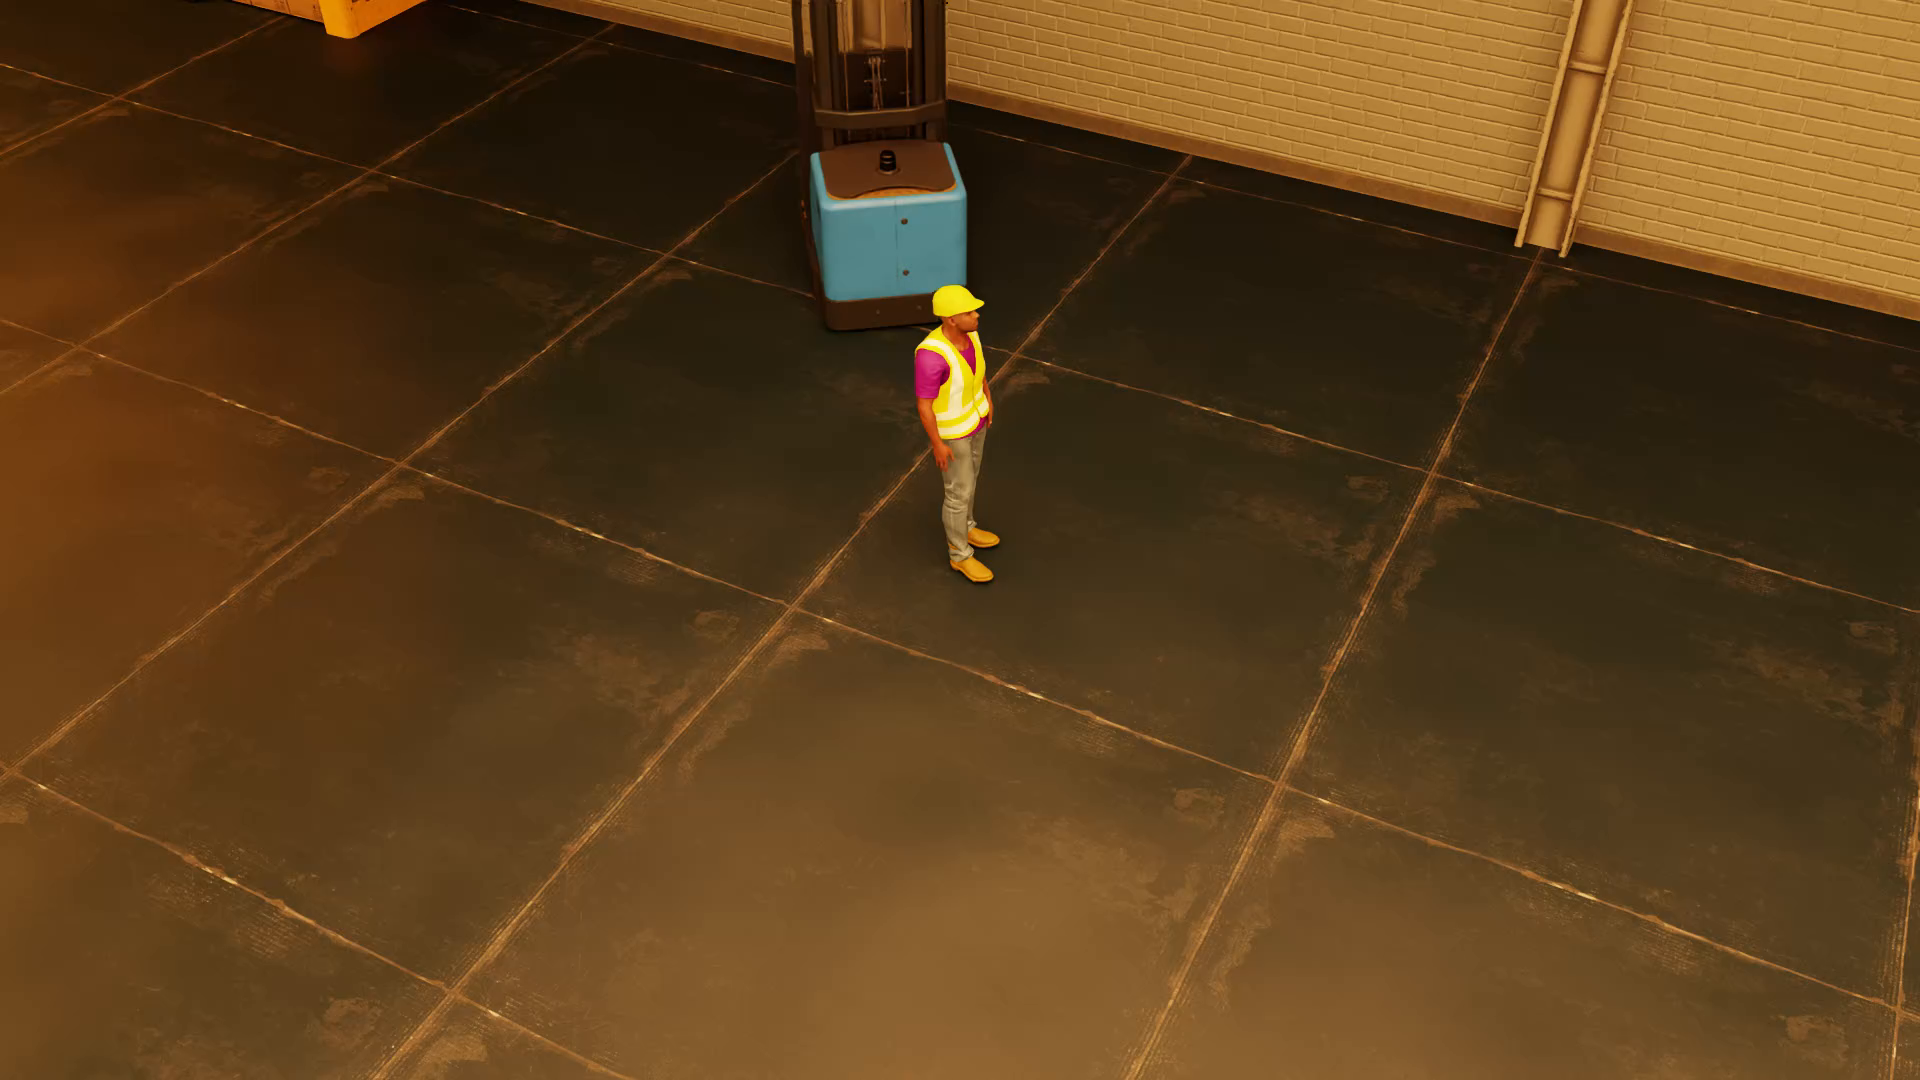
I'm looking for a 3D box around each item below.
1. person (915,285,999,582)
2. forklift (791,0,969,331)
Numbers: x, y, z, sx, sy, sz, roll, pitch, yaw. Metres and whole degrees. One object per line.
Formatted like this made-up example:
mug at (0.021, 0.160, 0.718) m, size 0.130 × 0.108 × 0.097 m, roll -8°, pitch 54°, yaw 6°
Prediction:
person at (0.060, -0.657, 9.660) m, size 0.575 × 1.768 × 0.666 m, roll 18°, pitch 43°, yaw 21°
forklift at (-0.687, -3.576, 12.232) m, size 1.130 × 2.935 × 3.031 m, roll -6°, pitch 40°, yaw -7°
